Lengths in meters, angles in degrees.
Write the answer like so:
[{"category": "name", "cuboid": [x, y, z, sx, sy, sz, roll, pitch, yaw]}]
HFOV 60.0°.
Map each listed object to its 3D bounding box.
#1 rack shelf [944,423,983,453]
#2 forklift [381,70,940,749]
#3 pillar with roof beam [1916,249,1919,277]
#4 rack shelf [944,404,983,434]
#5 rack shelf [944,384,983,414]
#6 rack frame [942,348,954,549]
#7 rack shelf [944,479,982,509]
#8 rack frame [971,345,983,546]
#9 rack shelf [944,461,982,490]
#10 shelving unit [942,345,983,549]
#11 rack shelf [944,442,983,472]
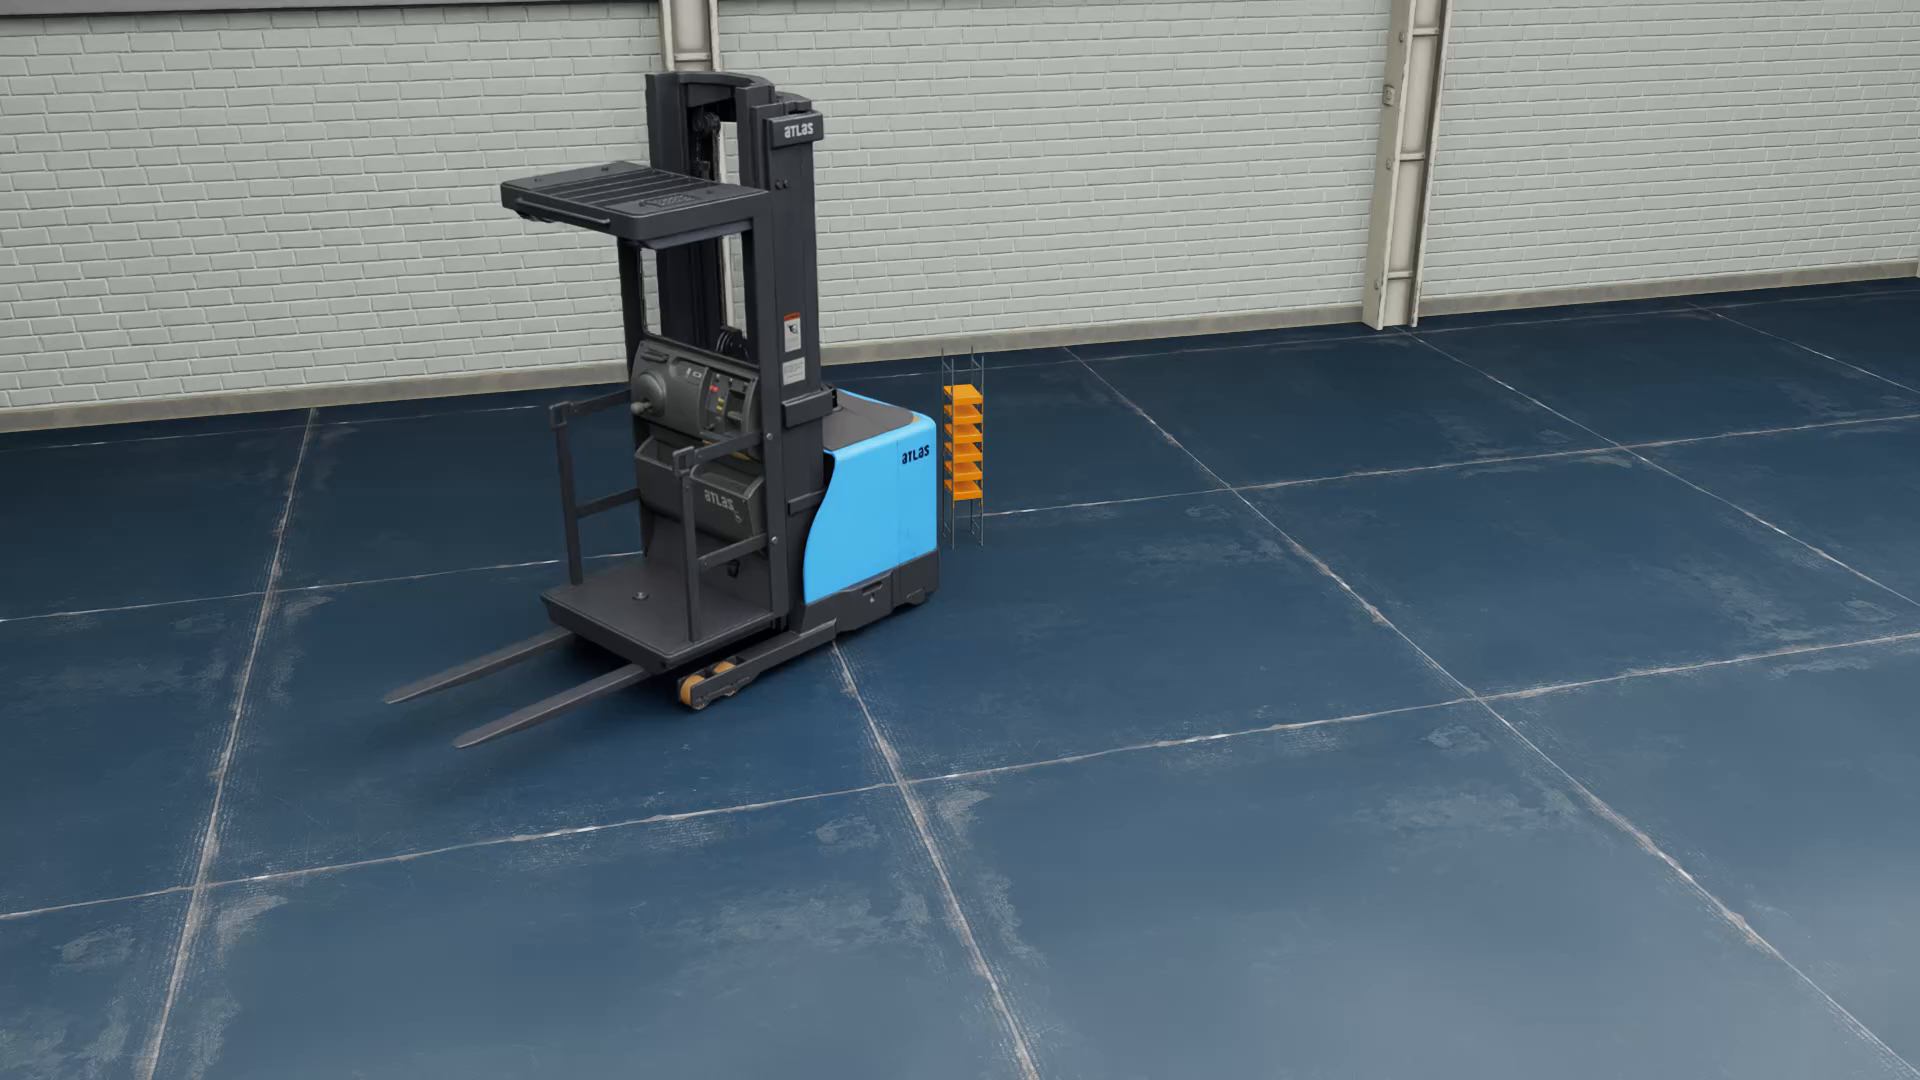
[{"category": "rack shelf", "cuboid": [0.014, -0.622, 9.987, 0.180, 0.103, 0.258, -6, 24, -14]}, {"category": "forklift", "cuboid": [-1.484, -0.731, 8.236, 1.130, 2.935, 3.031, 20, 30, 39]}, {"category": "pillar with roof beam", "cuboid": [10.733, -5.057, 10.624, 0.400, 9.000, 9.100, -6, 24, -14]}, {"category": "rack shelf", "cuboid": [0.014, -0.733, 9.940, 0.180, 0.103, 0.258, -6, 24, -14]}, {"category": "rack shelf", "cuboid": [0.014, -0.843, 9.893, 0.180, 0.103, 0.258, -6, 24, -14]}, {"category": "rack frame", "cuboid": [-0.074, -0.543, 9.994, 0.006, 1.200, 0.240, -6, 24, -14]}, {"category": "rack shelf", "cuboid": [0.014, -0.292, 10.129, 0.180, 0.103, 0.258, -6, 24, -14]}, {"category": "rack frame", "cuboid": [0.102, -0.563, 10.040, 0.006, 1.200, 0.240, -6, 24, -14]}, {"category": "rack shelf", "cuboid": [0.014, -0.402, 10.082, 0.180, 0.103, 0.258, -6, 24, -14]}, {"category": "shelving unit", "cuboid": [0.014, -0.553, 10.017, 0.189, 1.200, 0.258, -6, 24, -14]}, {"category": "rack shelf", "cuboid": [0.014, -0.512, 10.035, 0.180, 0.103, 0.258, -6, 24, -14]}]
